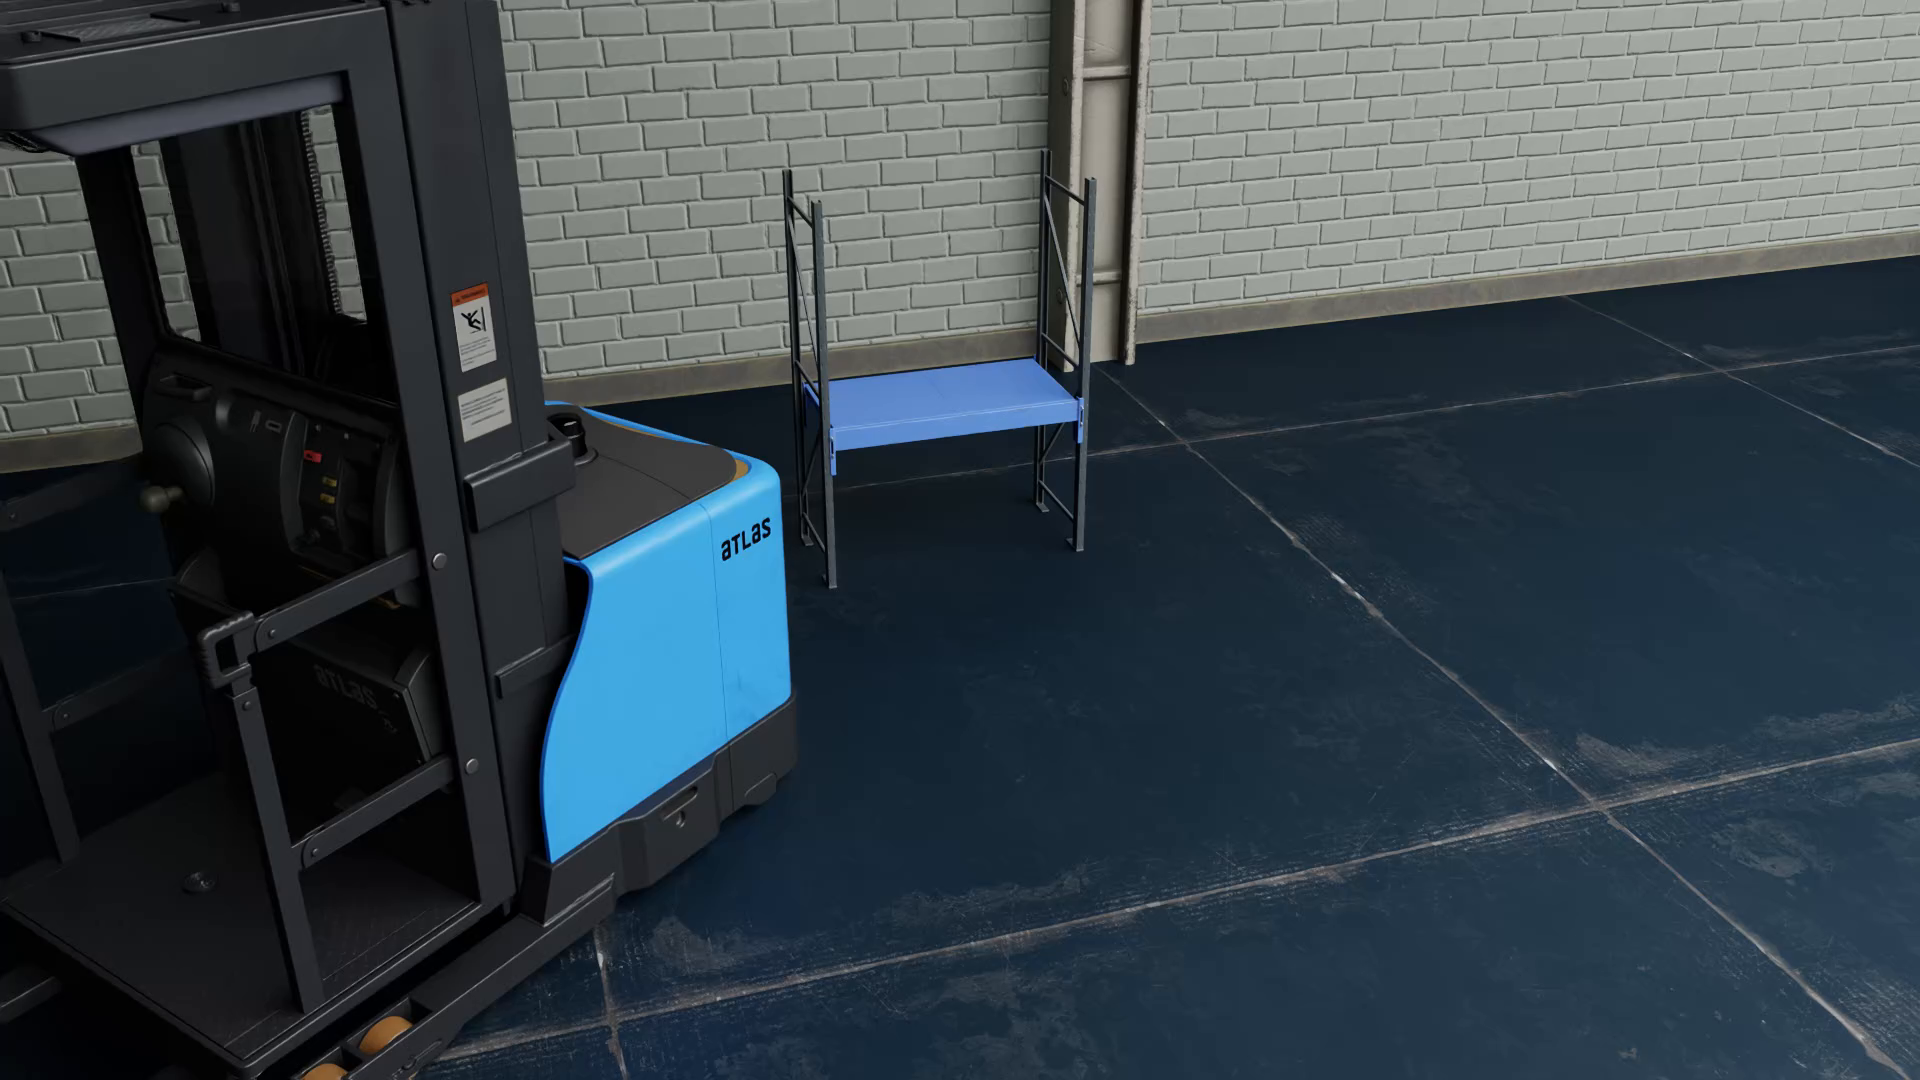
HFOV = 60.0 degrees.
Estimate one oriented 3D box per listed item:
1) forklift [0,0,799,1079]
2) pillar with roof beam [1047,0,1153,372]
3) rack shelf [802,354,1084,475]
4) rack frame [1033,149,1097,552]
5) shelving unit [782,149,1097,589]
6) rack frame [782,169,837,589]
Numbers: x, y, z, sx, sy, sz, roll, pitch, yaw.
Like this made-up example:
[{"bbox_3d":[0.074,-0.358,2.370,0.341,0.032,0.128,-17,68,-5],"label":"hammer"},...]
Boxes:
[{"bbox_3d":[-1.745,-0.148,3.753,1.130,2.935,3.031,17,31,30],"label":"forklift"},{"bbox_3d":[2.001,-3.158,2.991,0.400,9.000,9.100,-8,28,-16],"label":"pillar with roof beam"},{"bbox_3d":[-0.081,-0.499,6.473,1.000,0.185,0.538,-8,28,-16],"label":"rack shelf"},{"bbox_3d":[0.402,-0.730,6.534,0.032,1.500,0.500,-8,28,-16],"label":"rack frame"},{"bbox_3d":[-0.081,-0.660,6.393,1.048,1.500,0.538,-8,28,-16],"label":"shelving unit"},{"bbox_3d":[-0.564,-0.590,6.252,0.032,1.500,0.500,-8,28,-16],"label":"rack frame"}]
